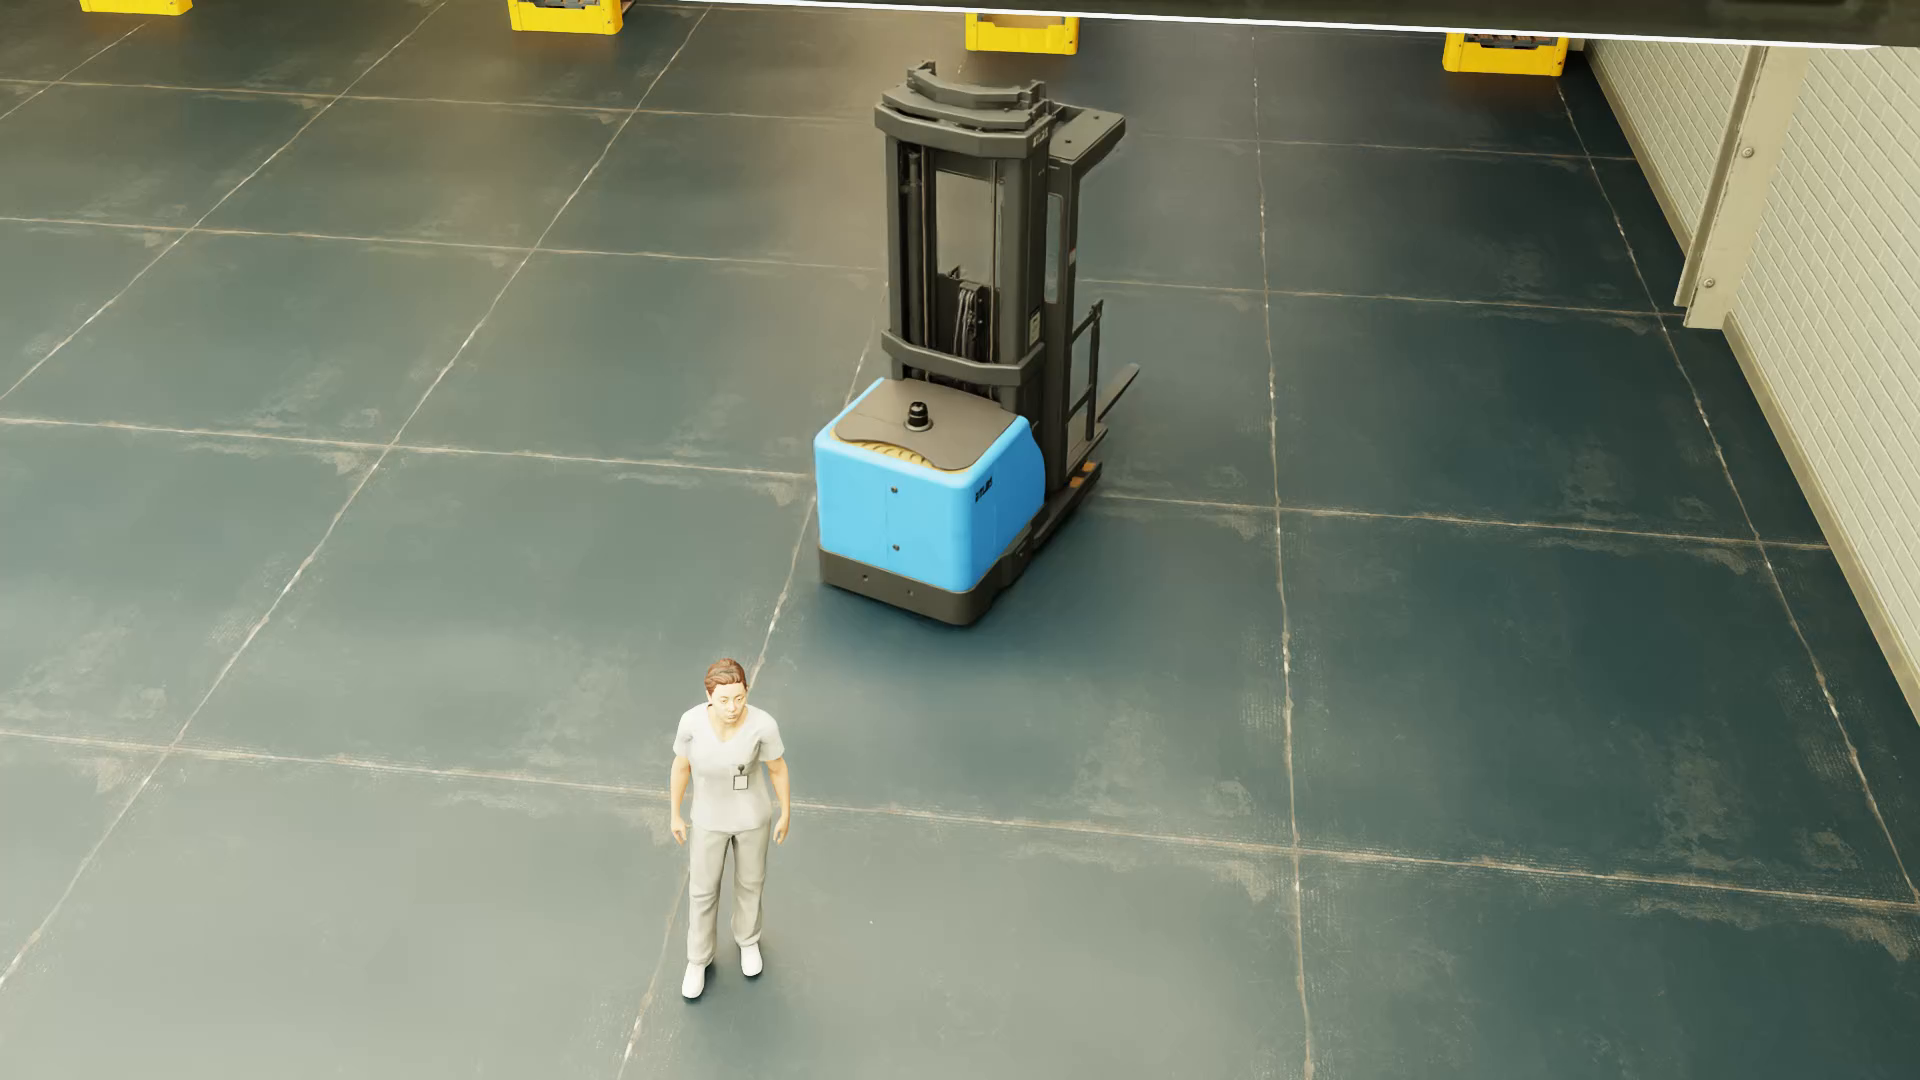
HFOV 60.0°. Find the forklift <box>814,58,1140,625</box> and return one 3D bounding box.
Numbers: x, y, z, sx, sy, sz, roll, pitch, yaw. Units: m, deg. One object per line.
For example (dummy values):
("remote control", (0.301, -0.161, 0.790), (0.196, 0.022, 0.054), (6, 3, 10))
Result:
("forklift", (0.280, -1.541, 10.121), (1.130, 2.935, 3.031), (17, 40, 22))

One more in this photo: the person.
("person", (-1.020, 1.271, 7.352), (0.549, 1.675, 0.549), (-2, 36, -3))
